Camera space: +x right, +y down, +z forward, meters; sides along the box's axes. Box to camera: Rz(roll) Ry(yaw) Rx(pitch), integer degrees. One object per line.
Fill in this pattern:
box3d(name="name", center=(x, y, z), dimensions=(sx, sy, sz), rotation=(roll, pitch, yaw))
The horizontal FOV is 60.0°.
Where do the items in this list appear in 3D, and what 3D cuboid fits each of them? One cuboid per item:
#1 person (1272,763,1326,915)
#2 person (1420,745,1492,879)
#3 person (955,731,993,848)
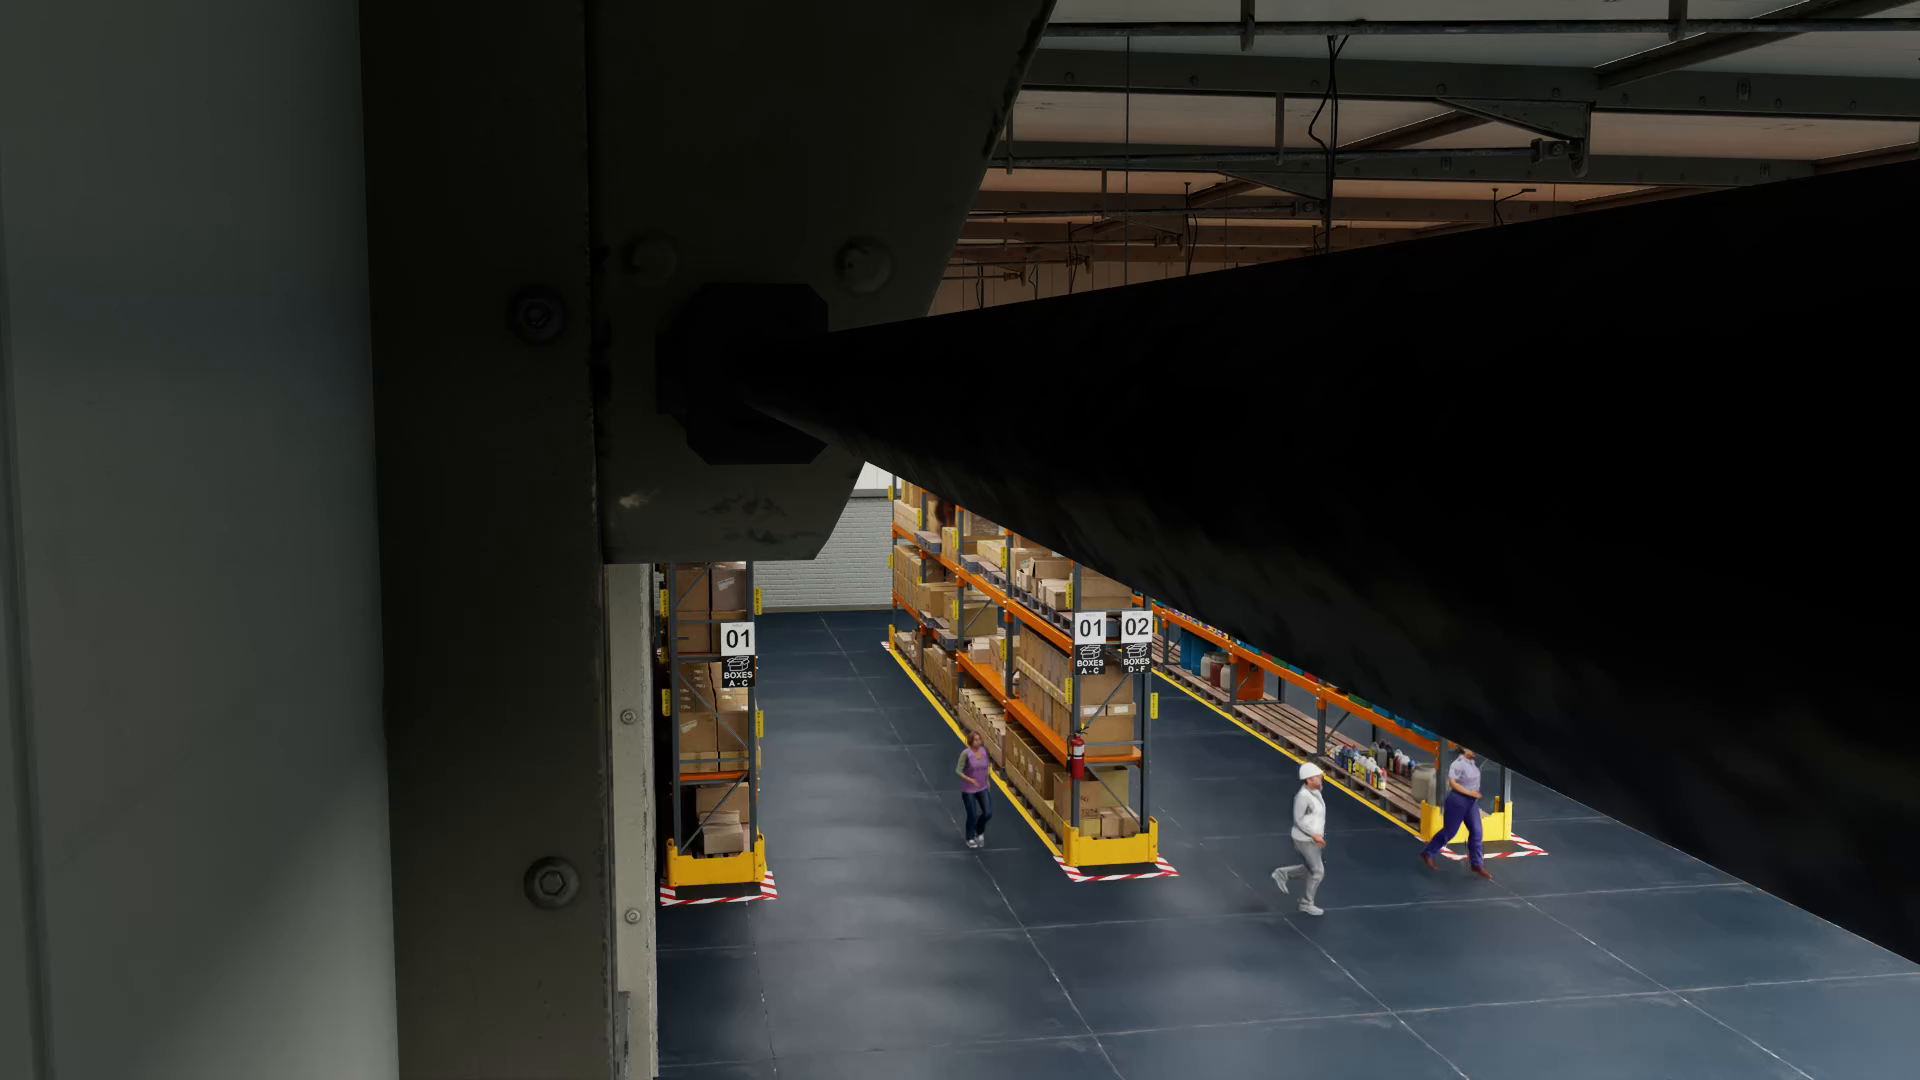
box3d(name="person", center=(3.912, 3.410, 19.130), dimensions=(0.651, 1.756, 0.668), rotation=(2, 7, 22))
box3d(name="person", center=(6.236, 3.286, 20.572), dimensions=(0.873, 1.638, 0.677), rotation=(6, 8, 43))
box3d(name="person", center=(0.205, 3.229, 21.421), dimensions=(0.544, 1.563, 0.585), rotation=(-3, 7, -22))
